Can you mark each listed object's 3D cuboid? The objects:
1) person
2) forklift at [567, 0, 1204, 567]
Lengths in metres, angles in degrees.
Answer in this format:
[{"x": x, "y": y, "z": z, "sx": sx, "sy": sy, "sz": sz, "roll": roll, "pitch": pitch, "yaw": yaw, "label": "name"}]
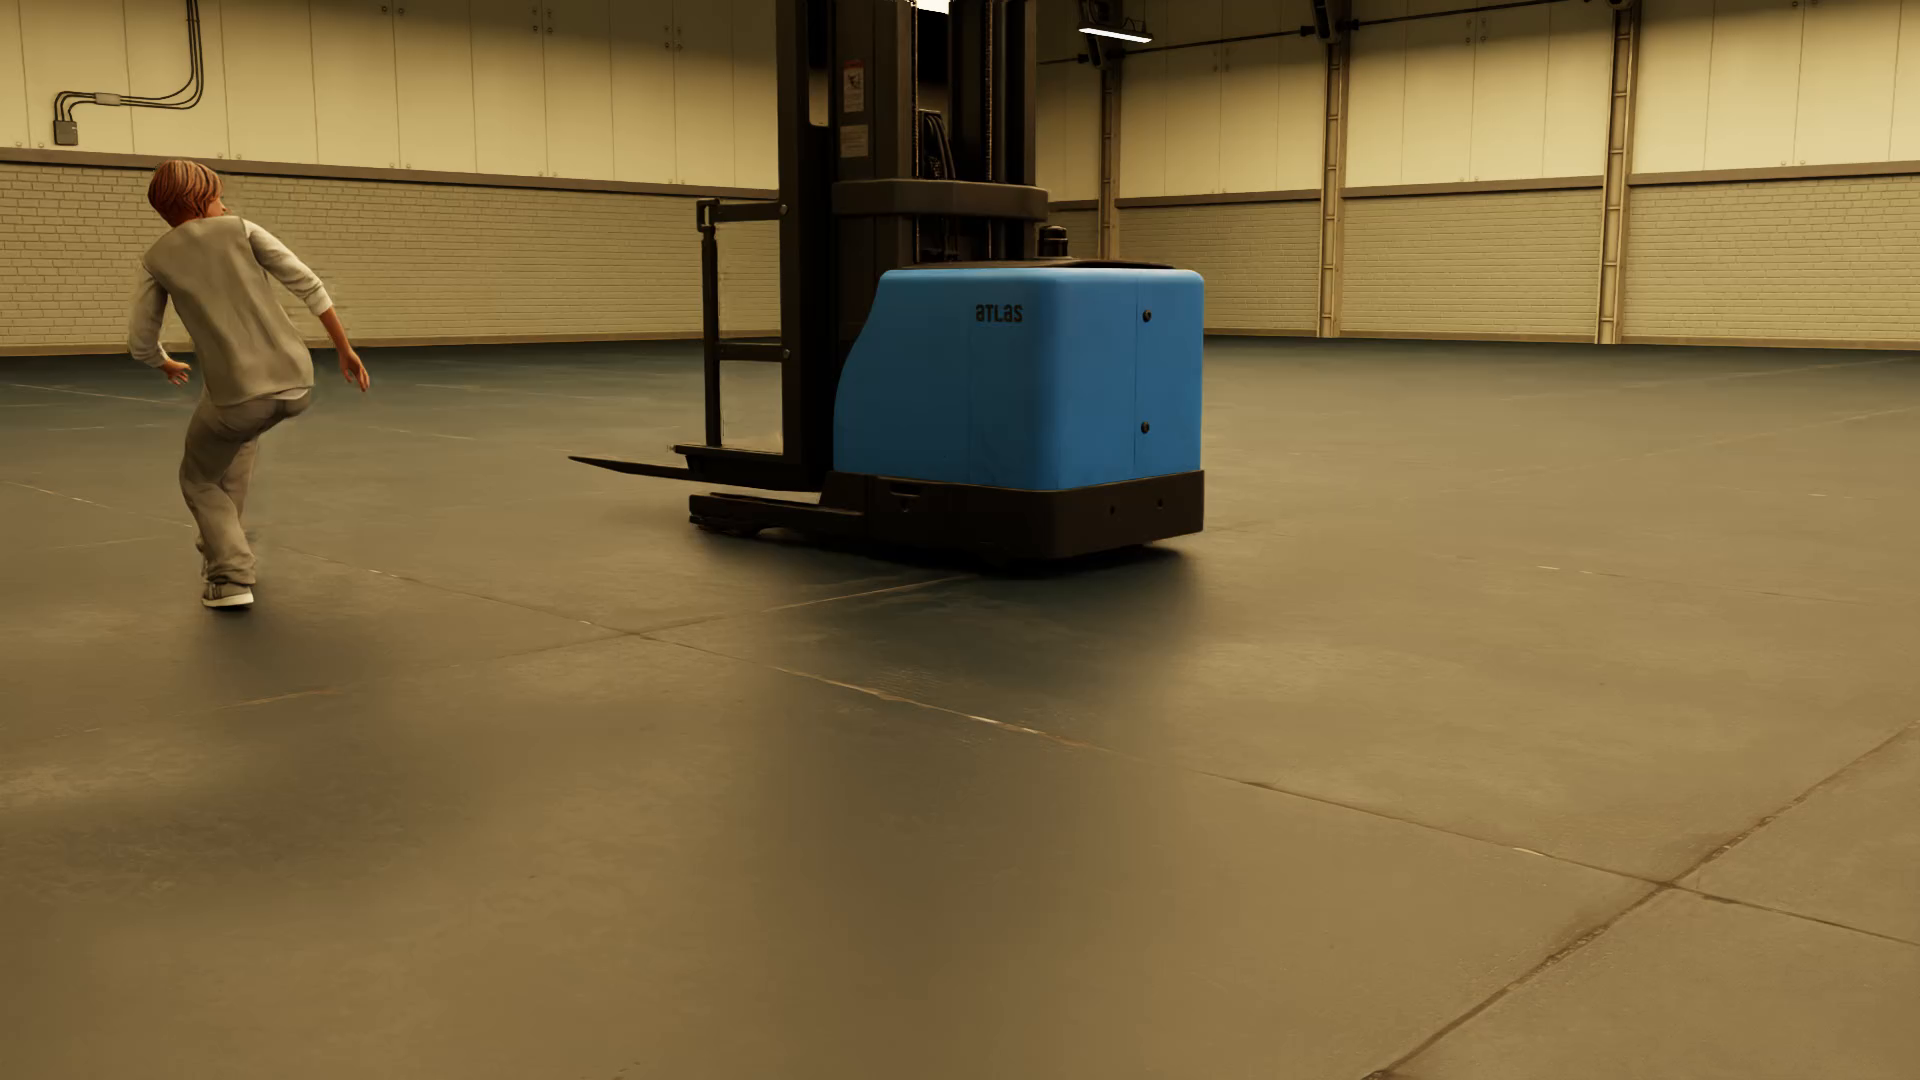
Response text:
[{"x": -2.357, "y": -0.513, "z": 5.451, "sx": 0.636, "sy": 1.421, "sz": 0.688, "roll": -7, "pitch": 11, "yaw": -38, "label": "person"}, {"x": -0.493, "y": -1.510, "z": 6.902, "sx": 3.031, "sy": 2.935, "sz": 1.130, "roll": 7, "pitch": 11, "yaw": 41, "label": "forklift"}]
